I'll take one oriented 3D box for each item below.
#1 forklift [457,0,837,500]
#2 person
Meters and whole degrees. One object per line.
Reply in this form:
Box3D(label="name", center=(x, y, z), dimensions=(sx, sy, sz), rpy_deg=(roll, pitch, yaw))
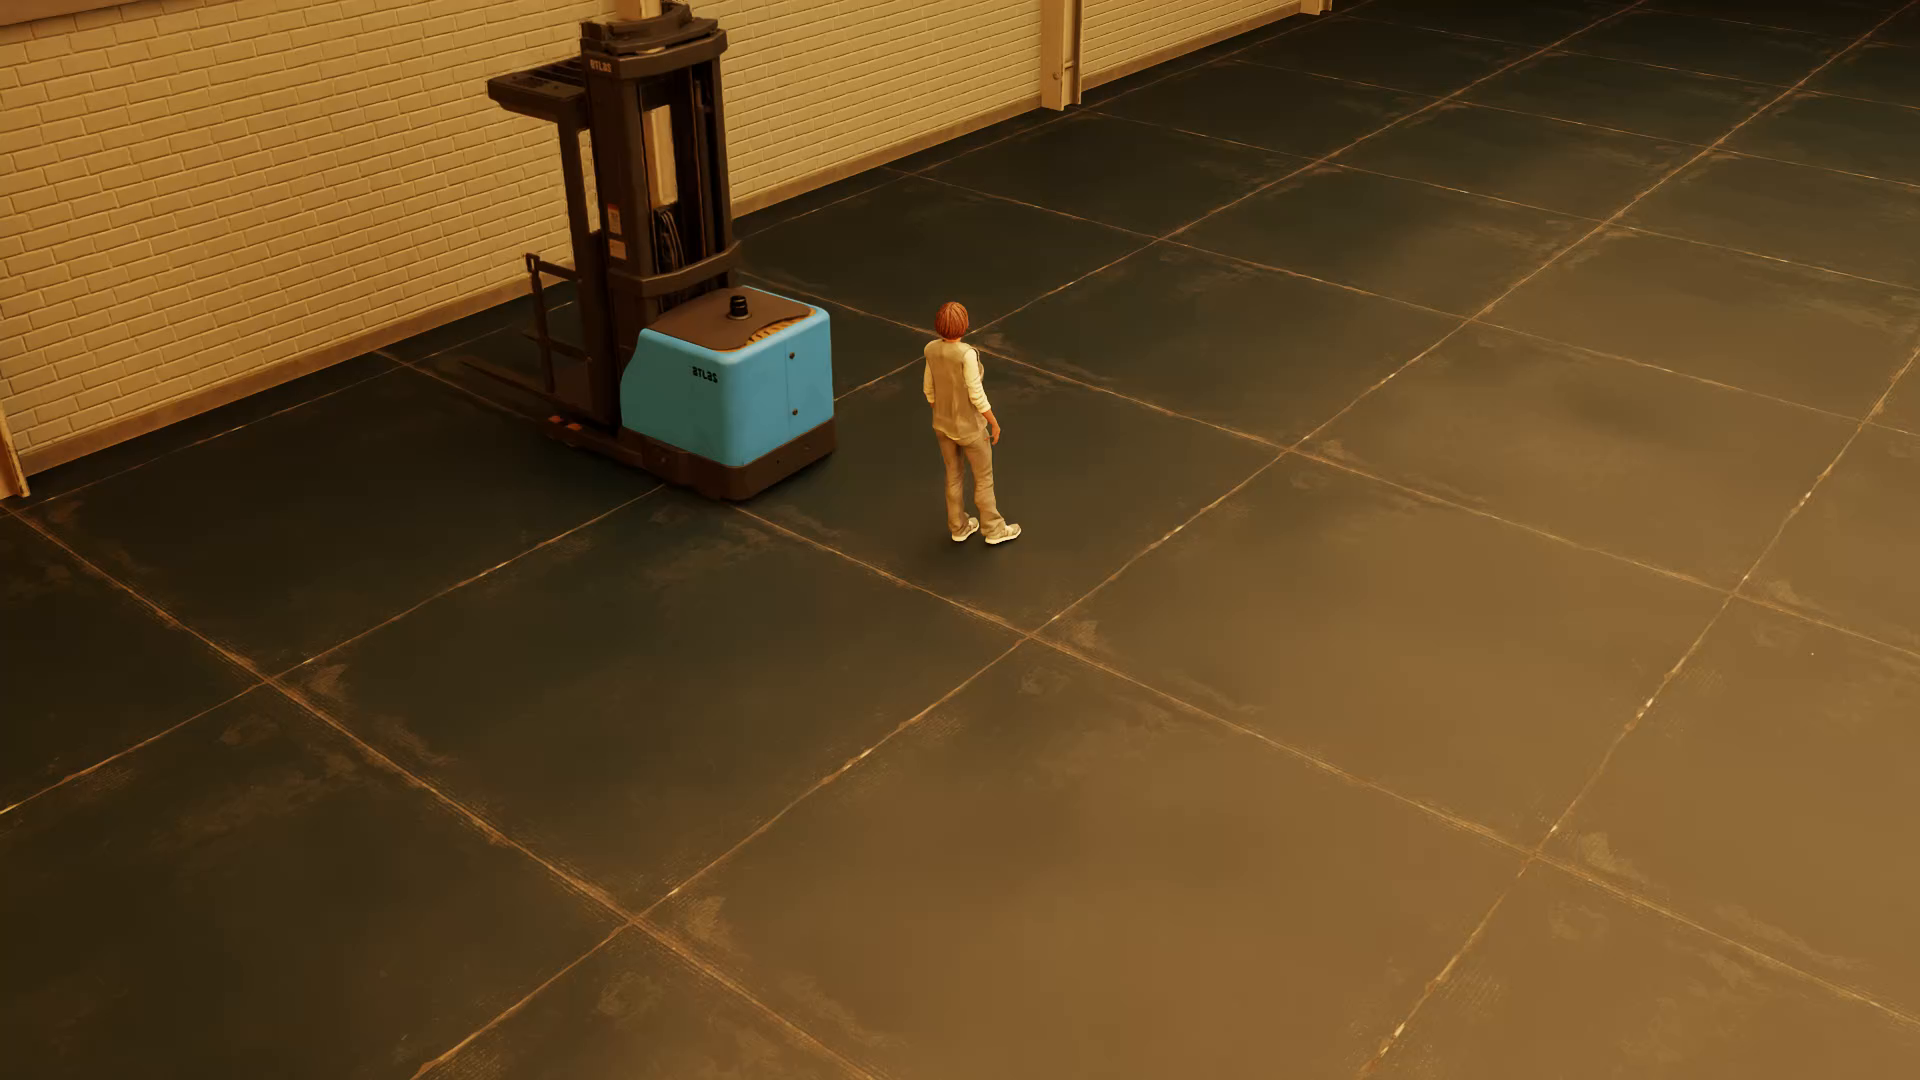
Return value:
Box3D(label="forklift", center=(-2.332, -2.106, 11.199), dimensions=(3.031, 2.935, 1.130), rpy_deg=(20, 36, 31))
Box3D(label="person", center=(0.058, -0.721, 10.135), dimensions=(0.519, 1.598, 0.474), rpy_deg=(22, 37, 33))
